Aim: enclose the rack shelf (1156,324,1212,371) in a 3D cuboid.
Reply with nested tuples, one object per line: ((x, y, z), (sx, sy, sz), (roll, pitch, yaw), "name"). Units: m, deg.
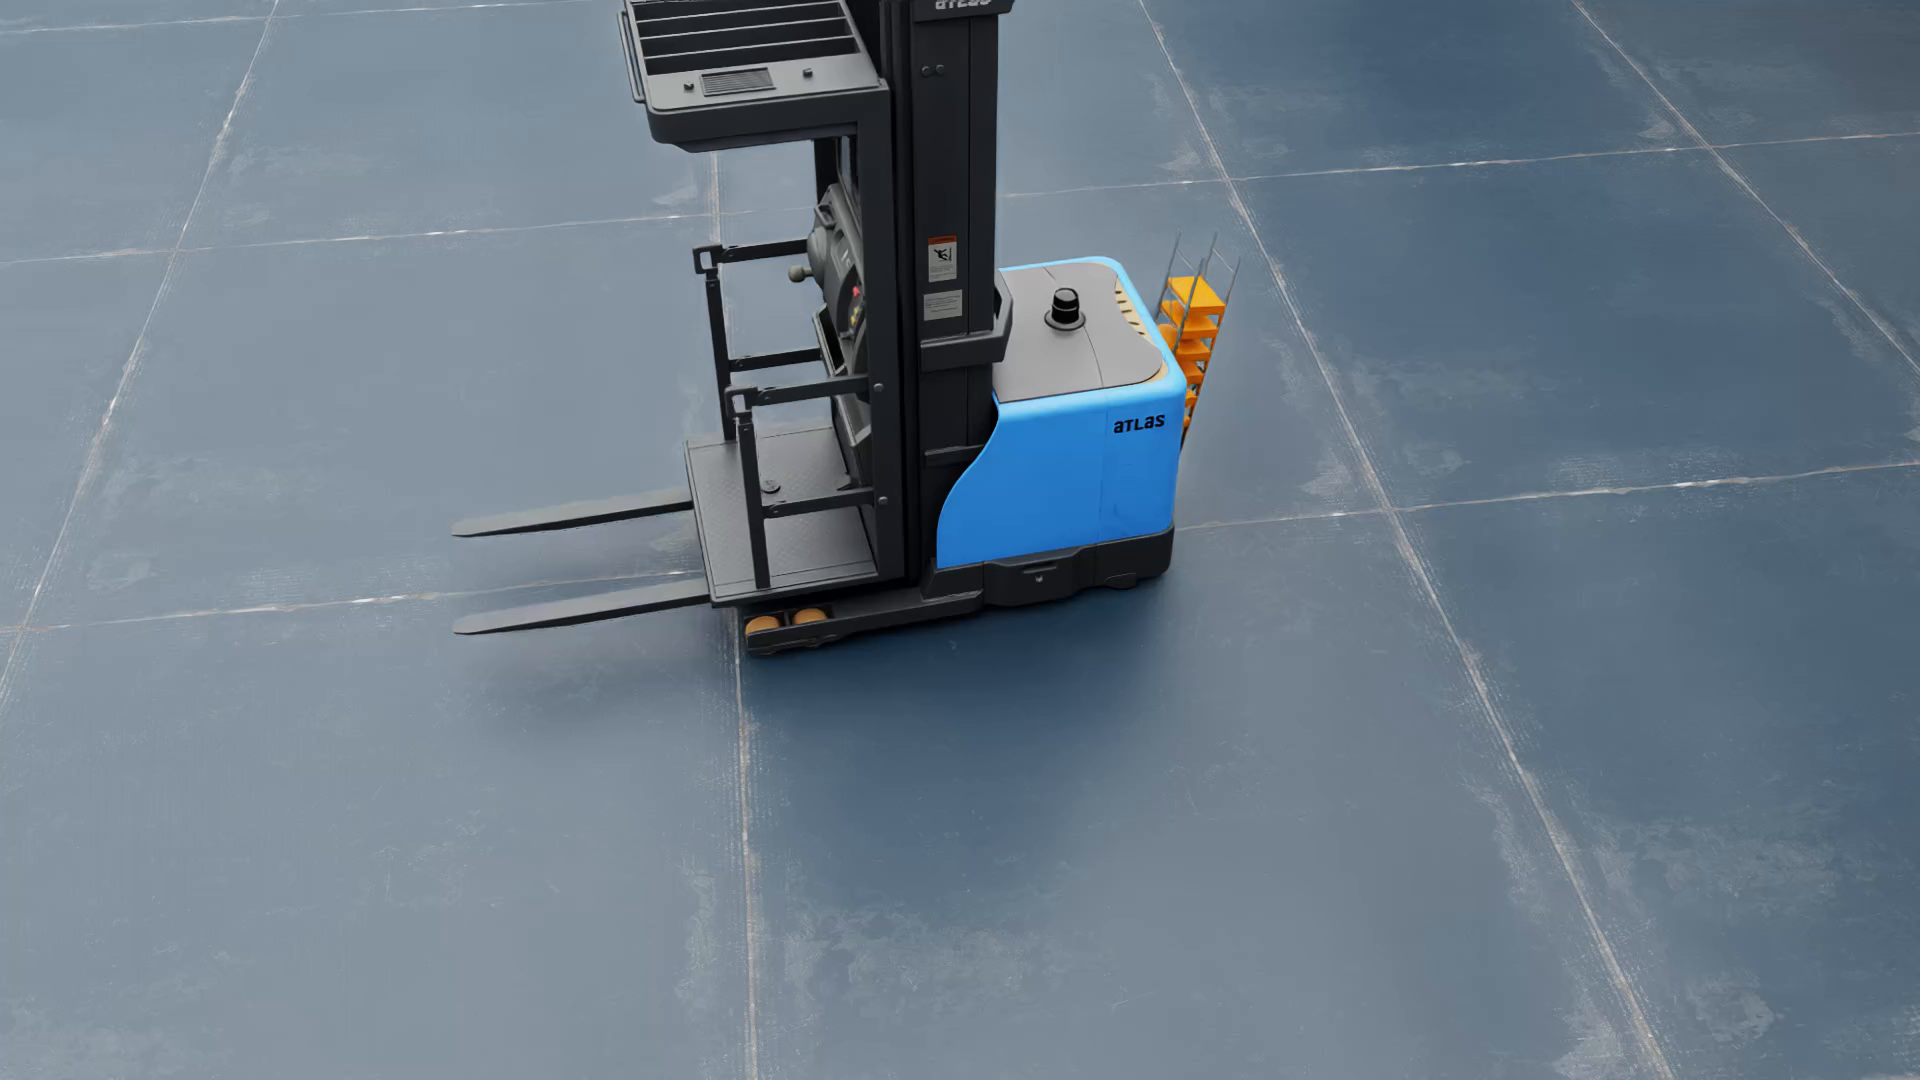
((0.976, -0.860, 7.400), (0.180, 0.103, 0.258), (-5, 41, -21), "rack shelf")

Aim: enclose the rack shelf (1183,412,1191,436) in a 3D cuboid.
((0.915, -0.583, 7.621), (0.180, 0.103, 0.258), (-5, 41, -21), "rack shelf")

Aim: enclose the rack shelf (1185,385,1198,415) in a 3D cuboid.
((0.935, -0.675, 7.548), (0.180, 0.103, 0.258), (-5, 41, -21), "rack shelf")

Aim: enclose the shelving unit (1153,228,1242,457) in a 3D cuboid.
((0.963, -0.802, 7.446), (0.189, 1.200, 0.258), (-5, 41, -21), "shelving unit")

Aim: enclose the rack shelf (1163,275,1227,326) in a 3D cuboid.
((1.016, -1.045, 7.253), (0.180, 0.103, 0.258), (-5, 41, -21), "rack shelf")

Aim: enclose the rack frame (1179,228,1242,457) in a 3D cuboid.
((1.048, -0.810, 7.480), (0.006, 1.200, 0.240), (-5, 41, -21), "rack frame")

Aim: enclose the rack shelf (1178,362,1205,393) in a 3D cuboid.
((0.956, -0.768, 7.474), (0.180, 0.103, 0.258), (-5, 41, -21), "rack shelf")

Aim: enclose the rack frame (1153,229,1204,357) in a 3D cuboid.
((0.878, -0.794, 7.413), (0.006, 1.200, 0.240), (-5, 41, -21), "rack frame")

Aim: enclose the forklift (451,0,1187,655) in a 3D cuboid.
((-0.654, -1.000, 6.386), (3.031, 2.935, 1.130), (-9, 43, -10), "forklift")

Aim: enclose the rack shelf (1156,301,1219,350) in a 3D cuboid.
((0.996, -0.953, 7.326), (0.180, 0.103, 0.258), (-5, 41, -21), "rack shelf")
